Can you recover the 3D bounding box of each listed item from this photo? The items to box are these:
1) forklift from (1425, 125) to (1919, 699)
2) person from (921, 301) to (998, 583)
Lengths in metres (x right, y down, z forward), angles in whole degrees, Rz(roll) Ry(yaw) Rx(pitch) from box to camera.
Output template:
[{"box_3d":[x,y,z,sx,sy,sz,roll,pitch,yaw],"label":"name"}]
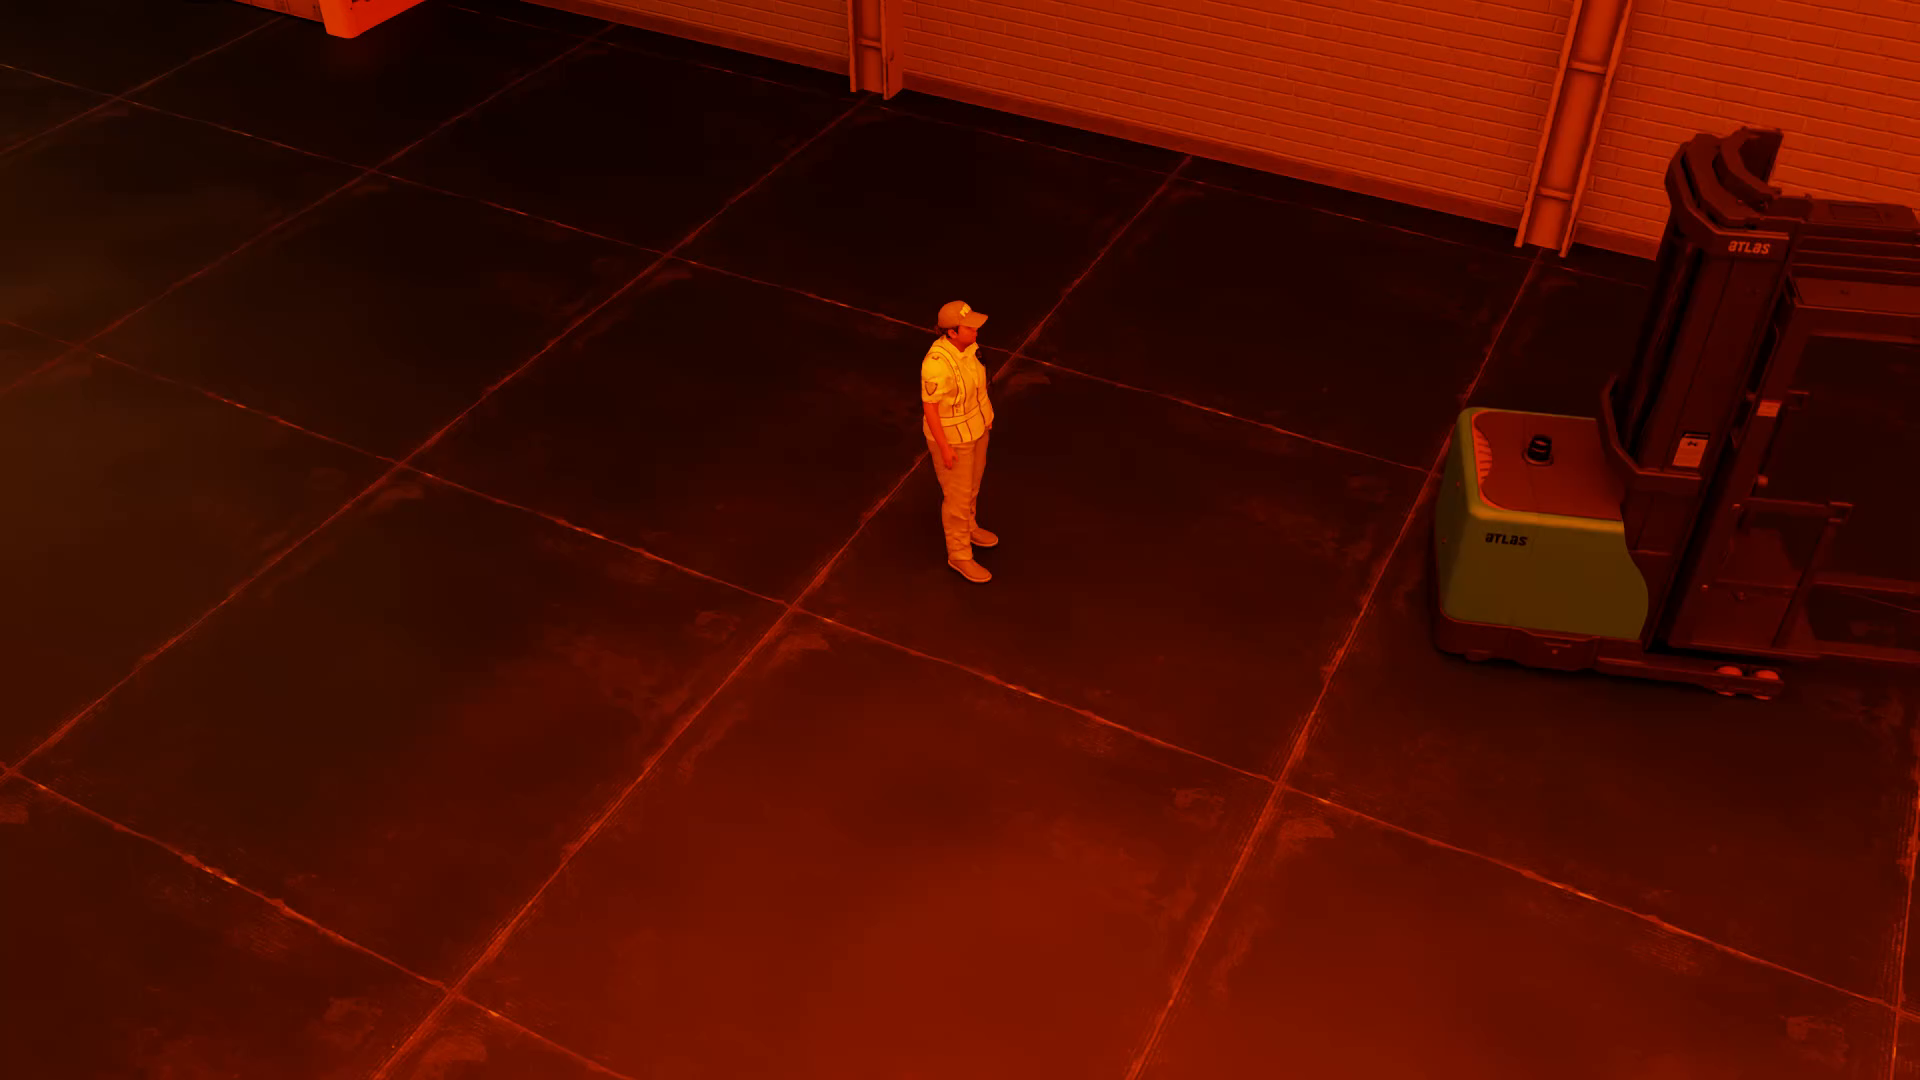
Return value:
[{"box_3d":[4.255,-0.609,8.710,3.031,2.935,1.130,6,40,7],"label":"forklift"},{"box_3d":[0.057,-0.607,9.678,0.529,1.670,0.598,18,43,21],"label":"person"}]
